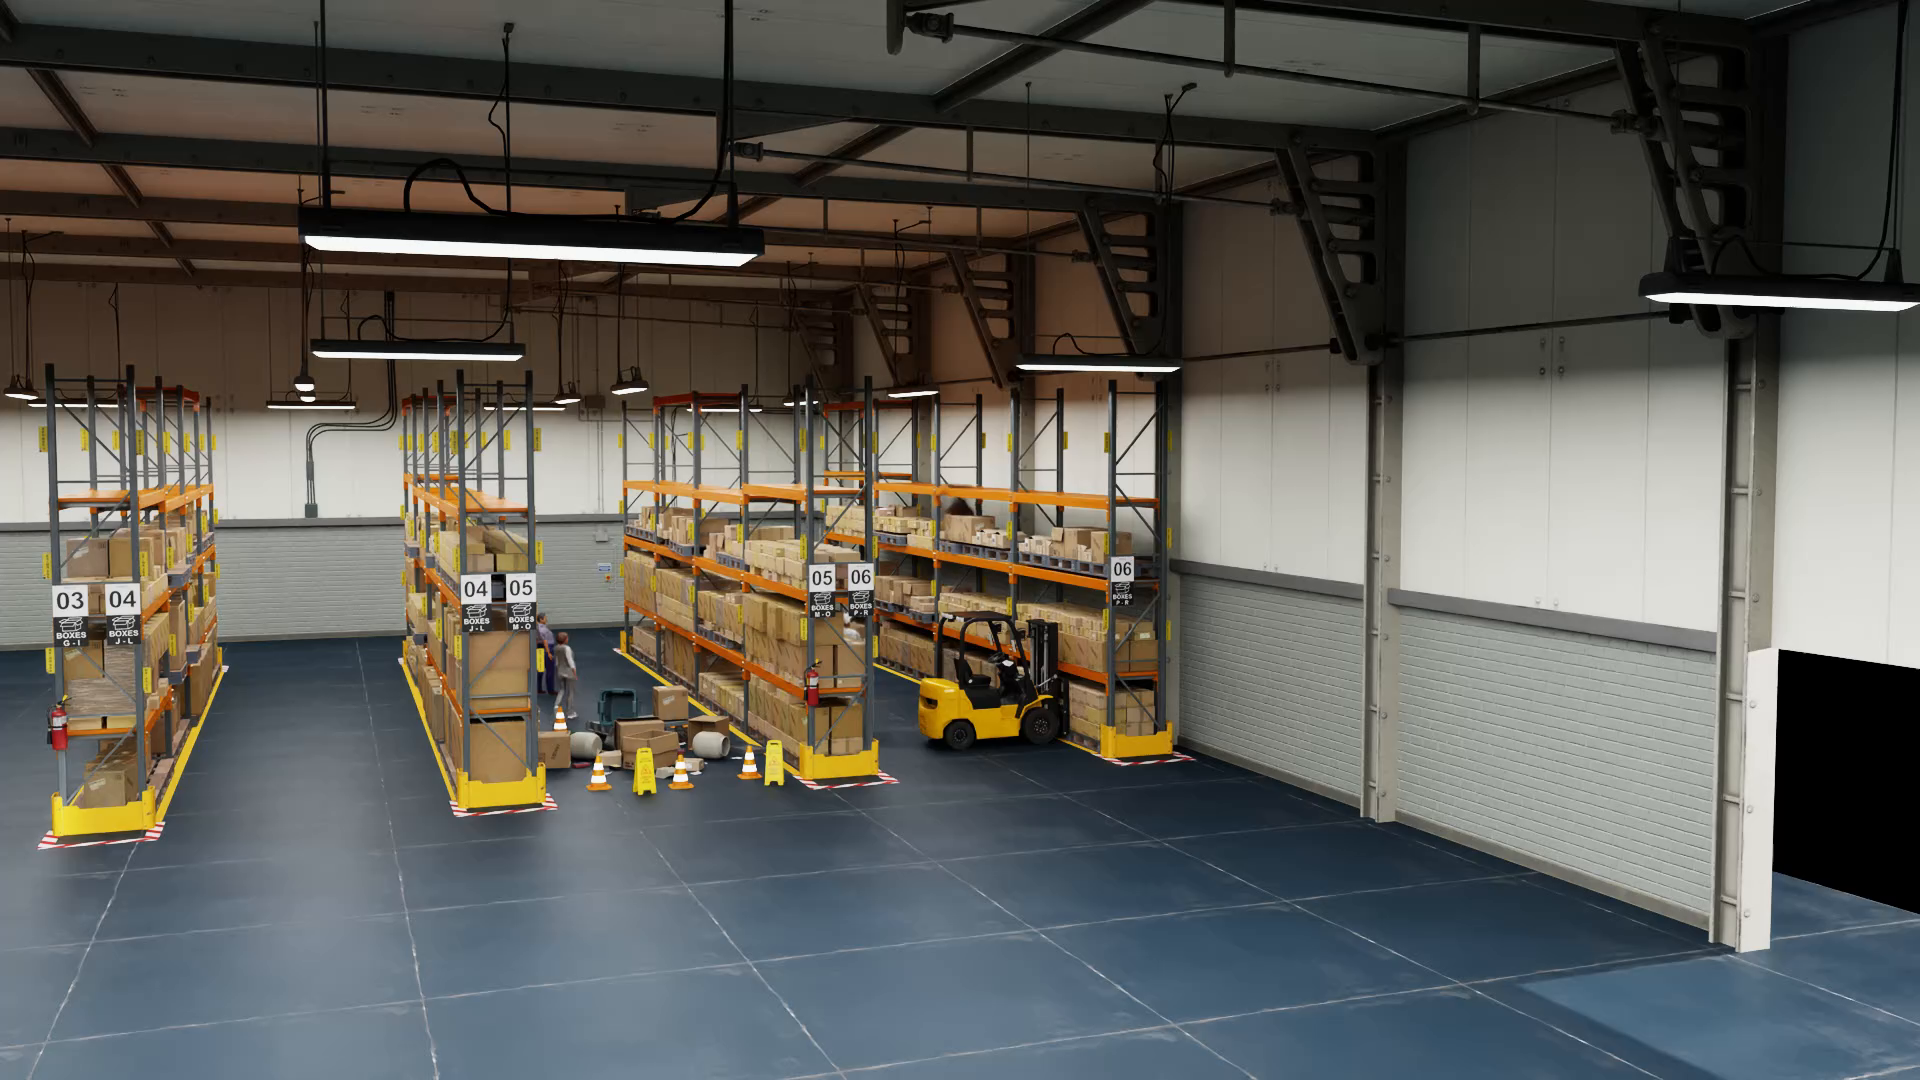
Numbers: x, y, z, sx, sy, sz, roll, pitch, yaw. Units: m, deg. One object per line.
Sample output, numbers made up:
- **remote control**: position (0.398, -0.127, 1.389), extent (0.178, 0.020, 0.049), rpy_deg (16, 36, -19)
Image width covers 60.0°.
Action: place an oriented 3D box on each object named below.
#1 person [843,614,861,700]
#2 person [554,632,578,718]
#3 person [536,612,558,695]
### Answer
- **person**: position (-2.067, 2.223, 29.911), extent (0.517, 1.813, 0.609), rpy_deg (-2, 4, -25)
- **person**: position (-7.111, 2.446, 30.121), extent (0.455, 1.579, 0.516), rpy_deg (1, 3, 16)
- **person**: position (-8.240, 2.254, 33.030), extent (0.541, 1.646, 0.402), rpy_deg (3, 4, 42)
